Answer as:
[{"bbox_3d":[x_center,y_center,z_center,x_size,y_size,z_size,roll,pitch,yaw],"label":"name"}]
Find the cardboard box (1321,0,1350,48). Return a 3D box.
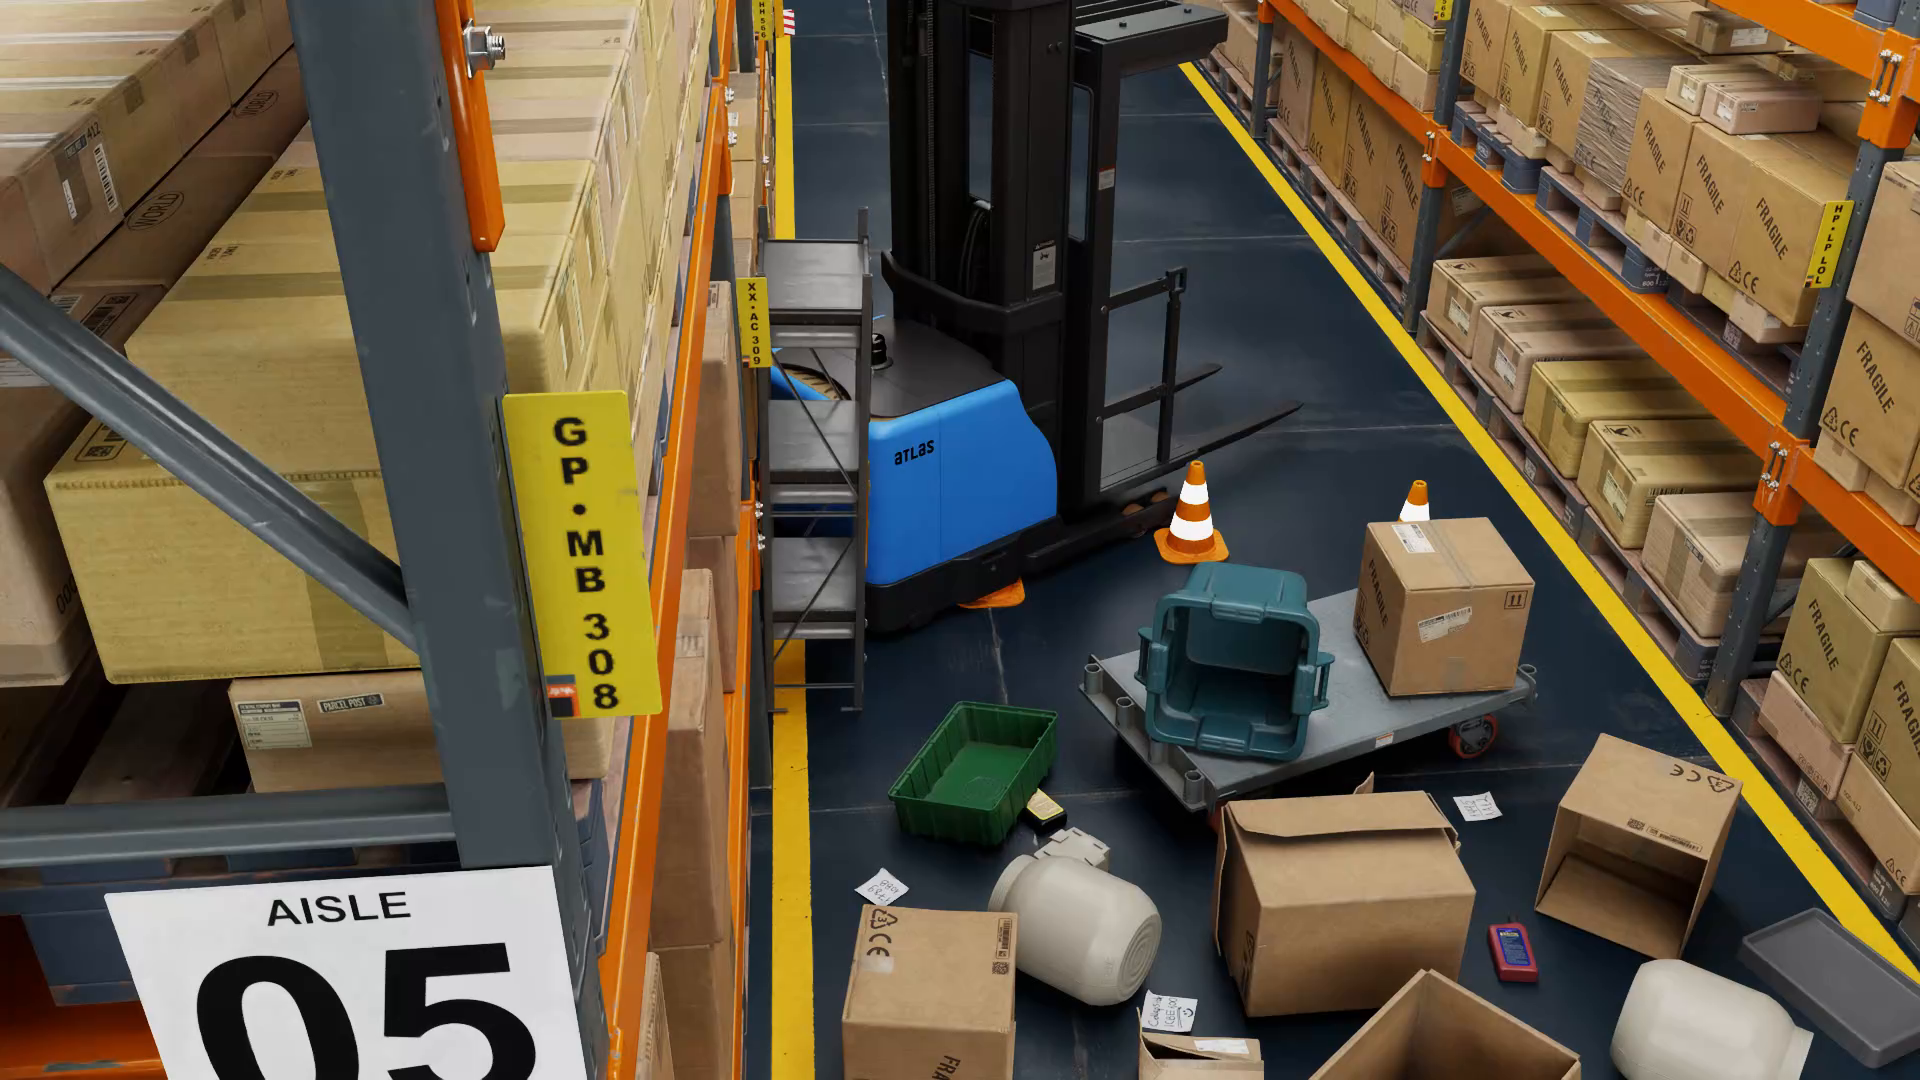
[{"bbox_3d":[2.820,-3.591,11.482,0.500,0.250,0.500,-3,31,-5],"label":"cardboard box"}]

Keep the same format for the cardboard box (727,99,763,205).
[{"bbox_3d":[-1.268,-1.915,8.433,0.500,0.500,0.500,-3,31,-5],"label":"cardboard box"}]

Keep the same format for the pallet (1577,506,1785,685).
[{"bbox_3d":[3.596,0.210,7.693,1.003,0.211,1.213,-3,31,-5],"label":"pallet"}]

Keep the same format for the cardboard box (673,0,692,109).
[{"bbox_3d":[-0.856,-1.123,3.629,0.500,0.250,0.500,-3,31,-5],"label":"cardboard box"}]

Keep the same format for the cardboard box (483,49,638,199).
[{"bbox_3d":[-0.659,-0.578,2.328,0.380,0.149,0.250,-2,31,-4],"label":"cardboard box"}]

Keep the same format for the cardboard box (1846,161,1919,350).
[{"bbox_3d":[3.495,-0.955,5.561,0.700,0.500,0.500,-3,31,-5],"label":"cardboard box"}]

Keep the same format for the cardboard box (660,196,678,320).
[{"bbox_3d":[-0.706,-0.497,2.970,0.380,0.149,0.250,-3,31,-5],"label":"cardboard box"}]

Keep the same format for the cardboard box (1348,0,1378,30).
[{"bbox_3d":[2.878,-3.540,10.909,0.500,0.250,0.500,-4,31,-6],"label":"cardboard box"}]

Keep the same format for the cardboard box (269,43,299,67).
[{"bbox_3d":[-1.338,-0.839,3.153,0.500,0.250,0.500,-2,31,-4],"label":"cardboard box"}]

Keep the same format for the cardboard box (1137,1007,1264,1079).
[{"bbox_3d":[0.745,1.662,5.209,0.396,0.266,0.258,2,31,4],"label":"cardboard box"}]

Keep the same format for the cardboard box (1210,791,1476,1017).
[{"bbox_3d":[1.263,1.213,5.596,0.797,0.637,0.503,-3,31,-5],"label":"cardboard box"}]

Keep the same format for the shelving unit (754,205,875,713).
[{"bbox_3d":[-0.576,-0.248,6.551,0.431,2.100,0.503,0,39,-5],"label":"shelving unit"}]

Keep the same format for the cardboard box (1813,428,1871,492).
[{"bbox_3d":[3.380,-0.306,6.082,0.380,0.149,0.250,-3,31,-5],"label":"cardboard box"}]

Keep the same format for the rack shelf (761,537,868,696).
[{"bbox_3d":[-0.615,0.306,6.998,0.431,0.518,0.480,0,39,-5],"label":"rack shelf"}]

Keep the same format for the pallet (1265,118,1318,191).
[{"bbox_3d":[3.070,-3.087,13.212,1.003,0.211,1.213,-3,31,-5],"label":"pallet"}]

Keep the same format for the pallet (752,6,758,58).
[{"bbox_3d":[-1.848,-3.270,10.986,1.003,0.211,1.213,-3,31,-5],"label":"pallet"}]

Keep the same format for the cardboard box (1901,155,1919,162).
[{"bbox_3d":[3.912,-1.194,6.527,0.500,0.500,0.500,-2,31,-3],"label":"cardboard box"}]

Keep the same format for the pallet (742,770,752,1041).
[{"bbox_3d":[-1.256,1.288,5.888,1.003,0.211,1.213,-3,31,-5],"label":"pallet"}]

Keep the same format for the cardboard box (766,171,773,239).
[{"bbox_3d":[-1.485,-2.080,10.836,0.500,0.500,0.500,-2,31,-4],"label":"cardboard box"}]

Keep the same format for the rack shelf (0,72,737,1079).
[{"bbox_3d":[-1.062,-0.259,3.535,1.077,0.370,4.000,-3,31,-5],"label":"rack shelf"}]

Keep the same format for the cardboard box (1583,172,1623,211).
[{"bbox_3d":[3.244,-1.702,8.010,0.380,0.149,0.250,-2,31,-3],"label":"cardboard box"}]

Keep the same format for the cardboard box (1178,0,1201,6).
[{"bbox_3d":[2.710,-5.465,16.563,0.875,0.438,0.875,-4,31,-6],"label":"cardboard box"}]

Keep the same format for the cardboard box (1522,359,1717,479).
[{"bbox_3d":[3.481,-0.632,8.535,0.950,0.372,0.625,-2,31,-3],"label":"cardboard box"}]

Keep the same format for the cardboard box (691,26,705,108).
[{"bbox_3d":[-0.823,-1.143,4.051,0.380,0.149,0.250,-3,31,-4],"label":"cardboard box"}]

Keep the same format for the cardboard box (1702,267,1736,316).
[{"bbox_3d":[3.340,-1.047,6.914,0.380,0.149,0.250,-4,31,-6],"label":"cardboard box"}]

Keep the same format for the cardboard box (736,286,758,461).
[{"bbox_3d":[-1.030,-0.626,6.275,0.500,0.500,0.500,-2,31,-4],"label":"cardboard box"}]

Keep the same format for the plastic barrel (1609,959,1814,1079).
[{"bbox_3d":[2.343,1.576,5.198,0.512,0.421,0.421,20,36,29],"label":"plastic barrel"}]

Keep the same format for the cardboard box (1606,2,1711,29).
[{"bbox_3d":[3.675,-2.501,8.715,0.500,0.500,0.500,-3,31,-5],"label":"cardboard box"}]

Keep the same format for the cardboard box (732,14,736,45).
[{"bbox_3d":[-1.473,-2.919,9.467,0.380,0.149,0.250,-3,31,-5],"label":"cardboard box"}]

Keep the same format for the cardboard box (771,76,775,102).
[{"bbox_3d":[-1.712,-3.670,13.550,0.380,0.149,0.250,-1,31,-2],"label":"cardboard box"}]

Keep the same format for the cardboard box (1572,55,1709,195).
[{"bbox_3d":[3.259,-1.950,7.792,0.500,0.500,0.500,-4,31,-6],"label":"cardboard box"}]

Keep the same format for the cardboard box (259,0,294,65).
[{"bbox_3d":[-1.387,-0.939,2.932,0.380,0.149,0.250,-3,31,-4],"label":"cardboard box"}]

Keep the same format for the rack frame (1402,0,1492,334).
[{"bbox_3d":[3.296,-2.632,9.732,1.000,3.000,0.127,-3,31,-5],"label":"rack frame"}]

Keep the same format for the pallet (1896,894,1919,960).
[{"bbox_3d":[3.885,1.573,5.411,1.003,0.211,1.213,-3,31,-5],"label":"pallet"}]

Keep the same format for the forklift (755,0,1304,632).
[{"bbox_3d":[0.487,-1.459,7.834,3.031,2.935,1.130,-22,37,-33],"label":"forklift"}]

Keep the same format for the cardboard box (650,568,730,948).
[{"bbox_3d":[-0.932,0.453,3.367,0.875,0.550,0.550,-3,31,-5],"label":"cardboard box"}]

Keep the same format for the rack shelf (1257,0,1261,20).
[{"bbox_3d":[2.736,-5.387,15.045,1.077,0.370,4.000,-3,31,-5],"label":"rack shelf"}]

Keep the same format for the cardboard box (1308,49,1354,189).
[{"bbox_3d":[3.152,-3.169,12.293,0.875,0.875,0.875,-2,31,-3],"label":"cardboard box"}]

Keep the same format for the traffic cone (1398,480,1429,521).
[{"bbox_3d":[2.160,-0.067,7.911,0.336,0.463,0.334,-3,31,-5],"label":"traffic cone"}]

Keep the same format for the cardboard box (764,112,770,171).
[{"bbox_3d":[-1.527,-2.648,11.055,0.500,0.250,0.500,-3,31,-4],"label":"cardboard box"}]

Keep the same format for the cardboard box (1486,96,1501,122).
[{"bbox_3d":[3.135,-2.384,9.151,0.380,0.149,0.250,-5,31,-8],"label":"cardboard box"}]

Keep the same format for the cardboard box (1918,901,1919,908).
[{"bbox_3d":[3.570,1.267,5.475,0.500,0.250,0.500,-3,31,-5],"label":"cardboard box"}]

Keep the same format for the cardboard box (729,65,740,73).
[{"bbox_3d":[-1.463,-2.654,9.604,0.380,0.149,0.250,-3,31,-5],"label":"cardboard box"}]

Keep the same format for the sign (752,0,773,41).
[{"bbox_3d":[-1.070,-2.869,8.999,0.100,0.325,0.005,-3,31,-5],"label":"sign"}]

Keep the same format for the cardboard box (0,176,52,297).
[{"bbox_3d":[-1.266,-0.288,1.842,0.380,0.149,0.250,-3,31,-4],"label":"cardboard box"}]

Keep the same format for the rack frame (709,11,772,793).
[{"bbox_3d":[-1.249,-0.301,5.829,1.000,3.000,0.127,-3,31,-5],"label":"rack frame"}]

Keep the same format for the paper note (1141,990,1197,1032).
[{"bbox_3d":[0.700,1.582,5.579,0.172,0.023,0.155,8,32,13],"label":"paper note"}]

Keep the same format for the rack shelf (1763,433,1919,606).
[{"bbox_3d":[3.857,0.740,4.788,1.077,0.370,4.000,-3,31,-5],"label":"rack shelf"}]
